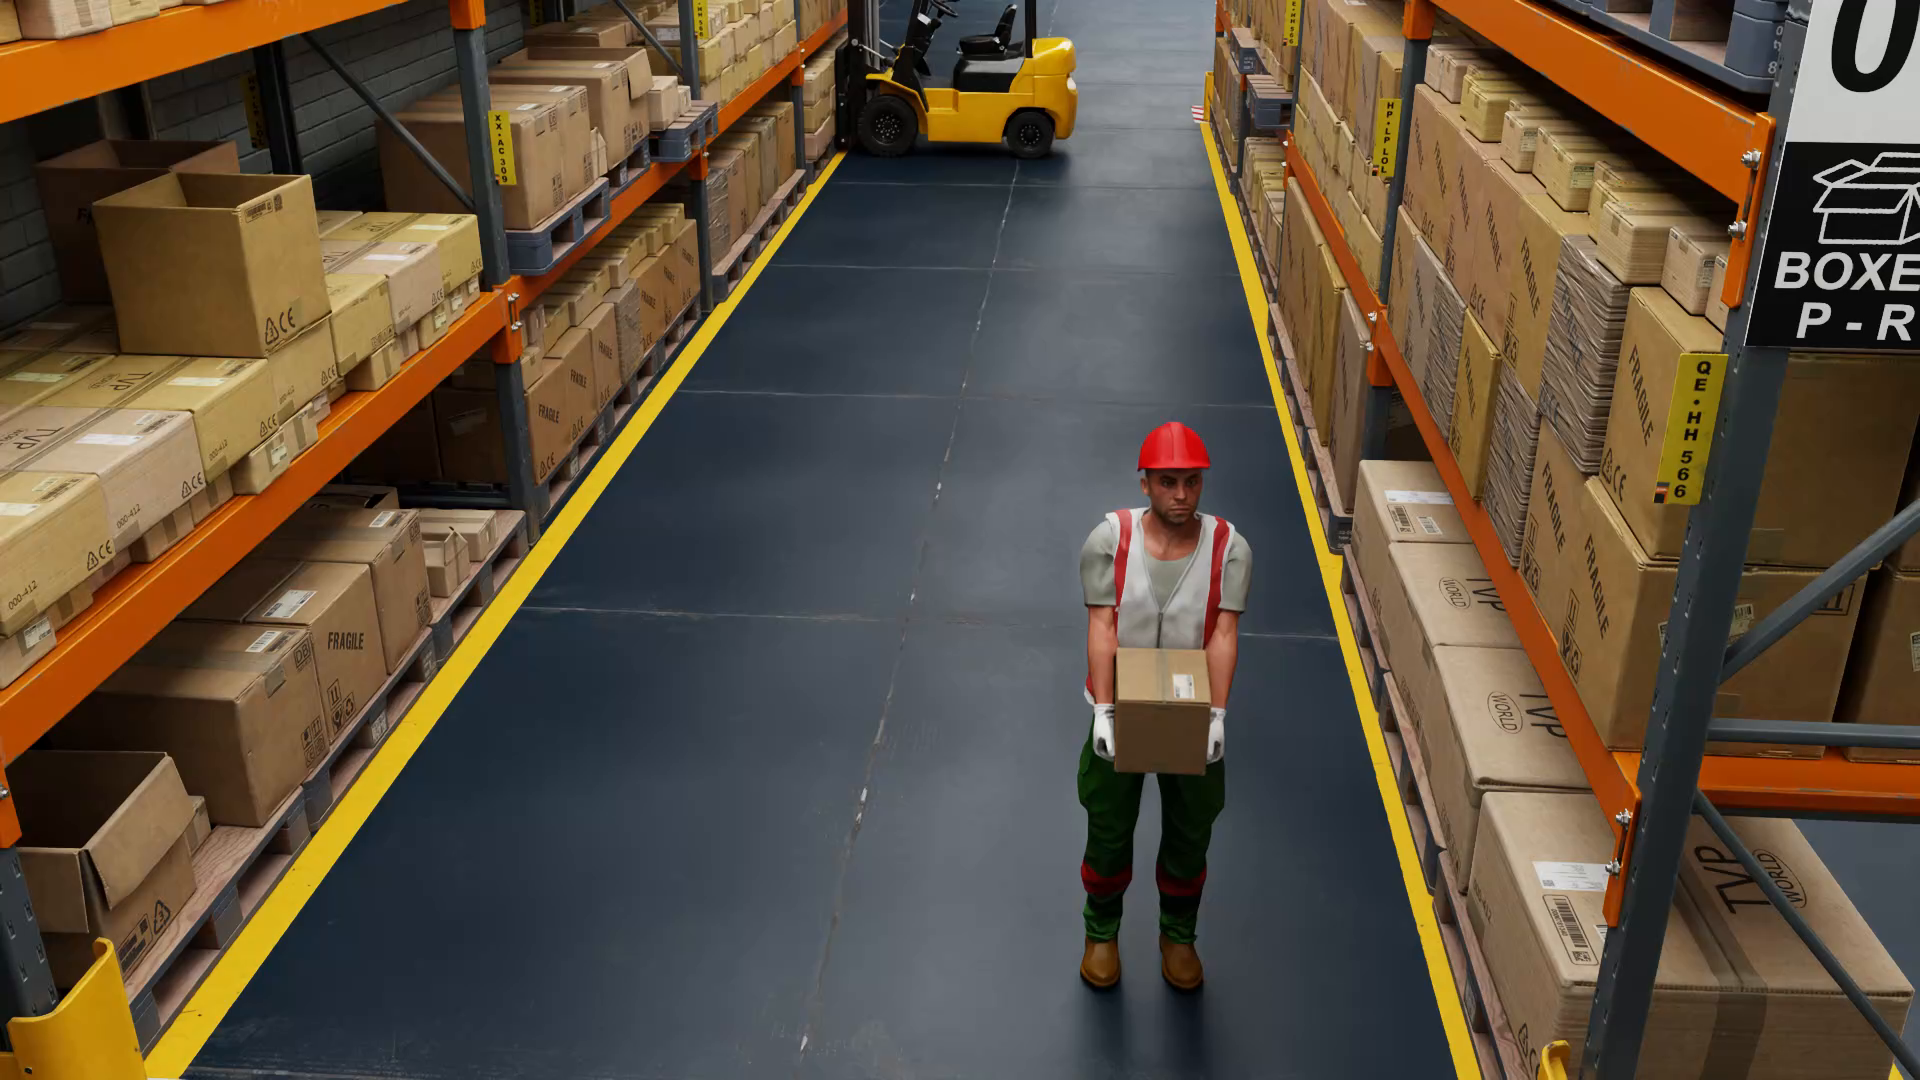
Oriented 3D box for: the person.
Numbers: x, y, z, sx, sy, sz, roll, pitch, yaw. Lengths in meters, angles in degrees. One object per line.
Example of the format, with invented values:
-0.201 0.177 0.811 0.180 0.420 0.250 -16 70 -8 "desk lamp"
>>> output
0.584 0.555 4.851 0.494 1.782 0.569 2 24 3 "person"
